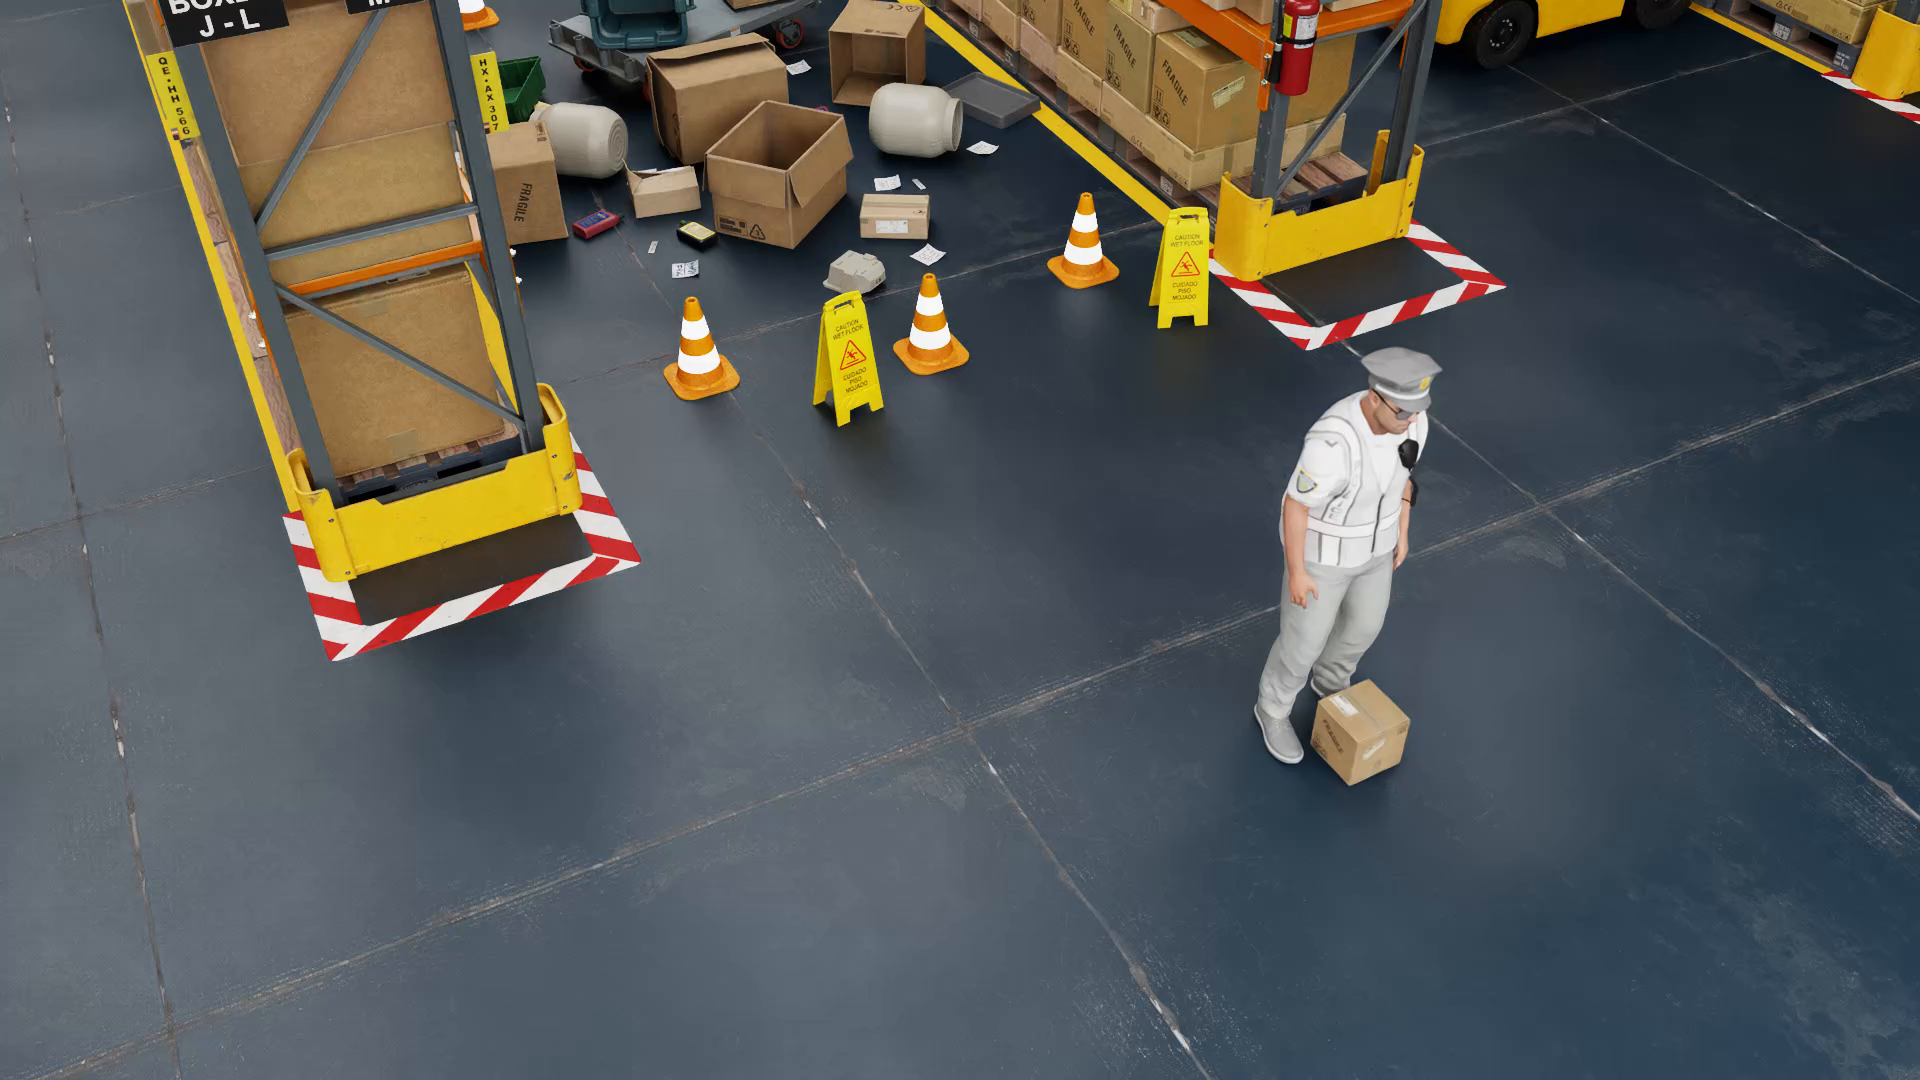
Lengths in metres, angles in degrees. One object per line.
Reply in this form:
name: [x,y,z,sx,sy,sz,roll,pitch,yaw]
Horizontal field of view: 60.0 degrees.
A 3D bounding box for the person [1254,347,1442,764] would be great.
person: [1.409,0.020,6.130,0.580,1.748,0.434,-20,45,-22]
